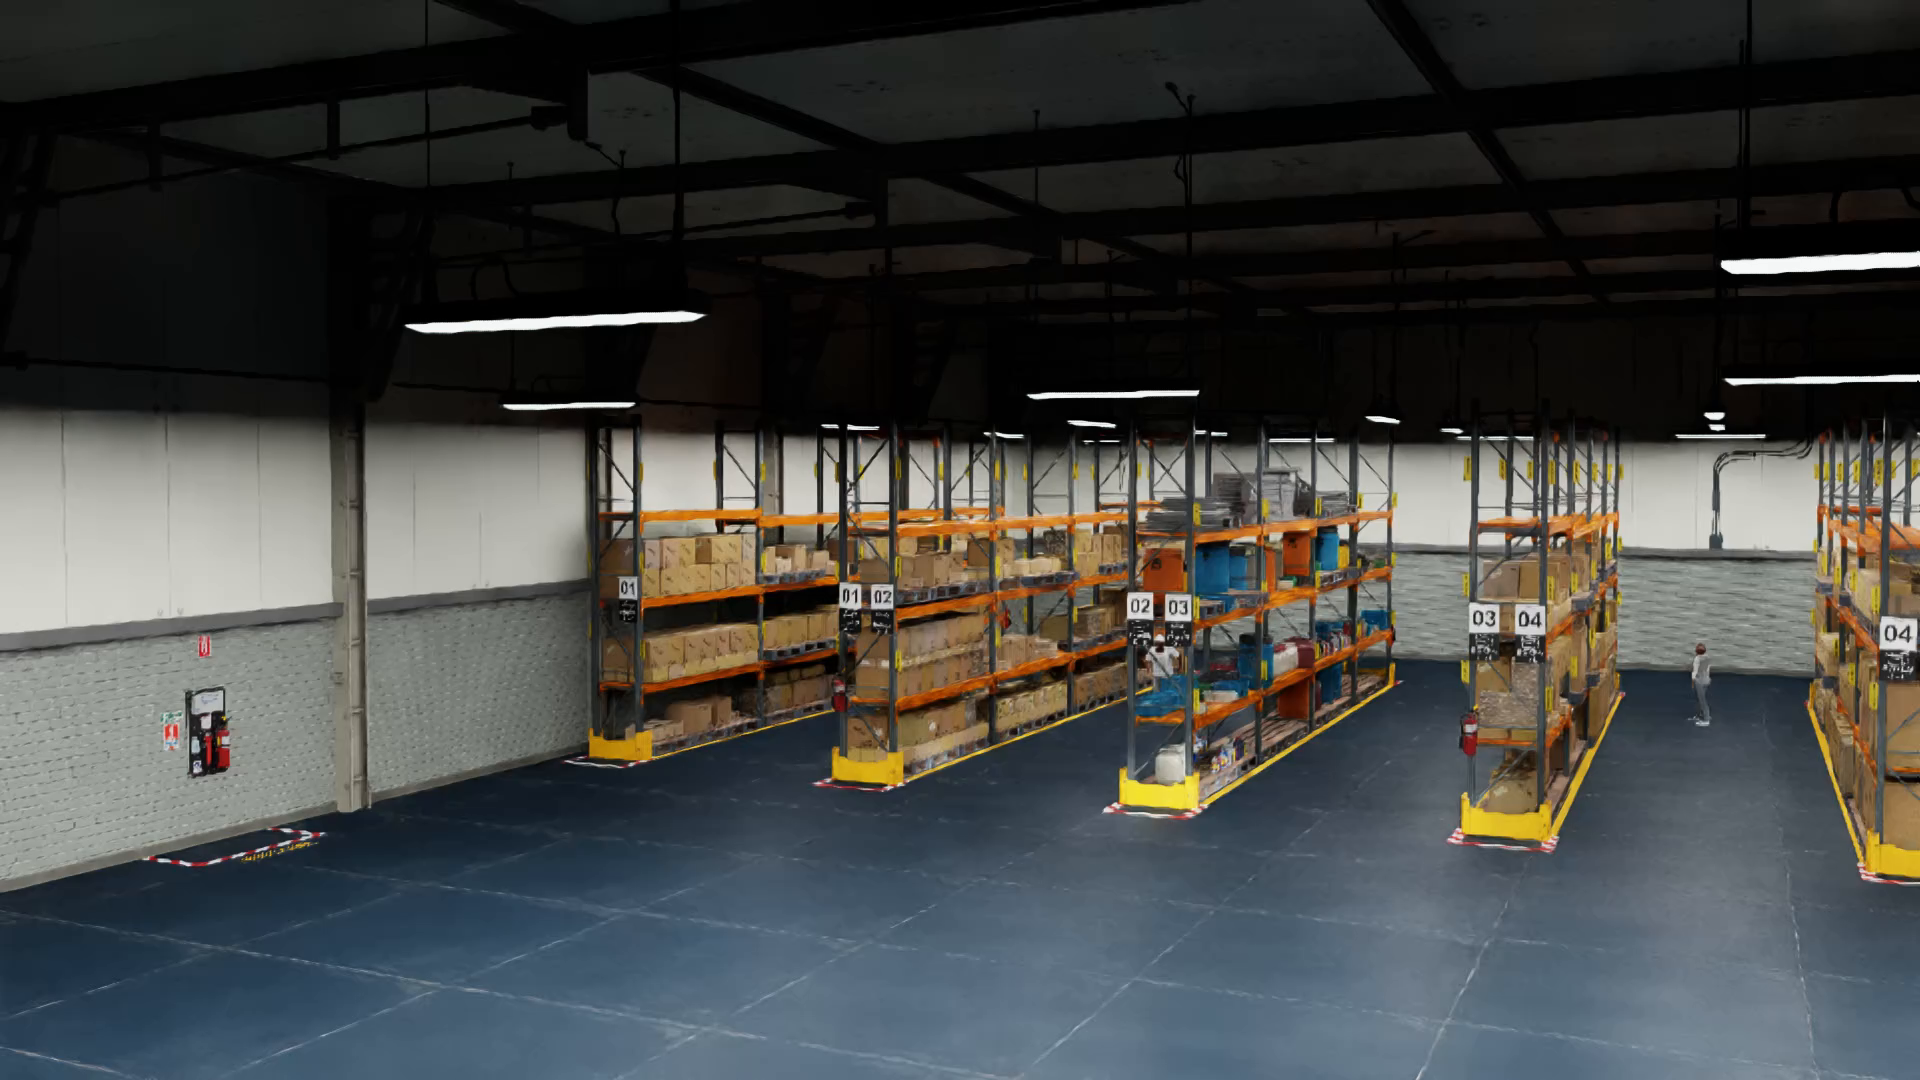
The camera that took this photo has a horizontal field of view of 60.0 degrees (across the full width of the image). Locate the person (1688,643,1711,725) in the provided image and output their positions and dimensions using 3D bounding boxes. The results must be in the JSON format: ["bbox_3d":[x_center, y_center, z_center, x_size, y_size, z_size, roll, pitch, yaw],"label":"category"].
[{"bbox_3d":[14.661,2.837,32.950,0.535,1.588,0.532,-2,3,-40],"label":"person"}]

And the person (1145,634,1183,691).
[{"bbox_3d":[4.154,2.764,34.110,0.716,1.689,0.802,1,3,30],"label":"person"}]
